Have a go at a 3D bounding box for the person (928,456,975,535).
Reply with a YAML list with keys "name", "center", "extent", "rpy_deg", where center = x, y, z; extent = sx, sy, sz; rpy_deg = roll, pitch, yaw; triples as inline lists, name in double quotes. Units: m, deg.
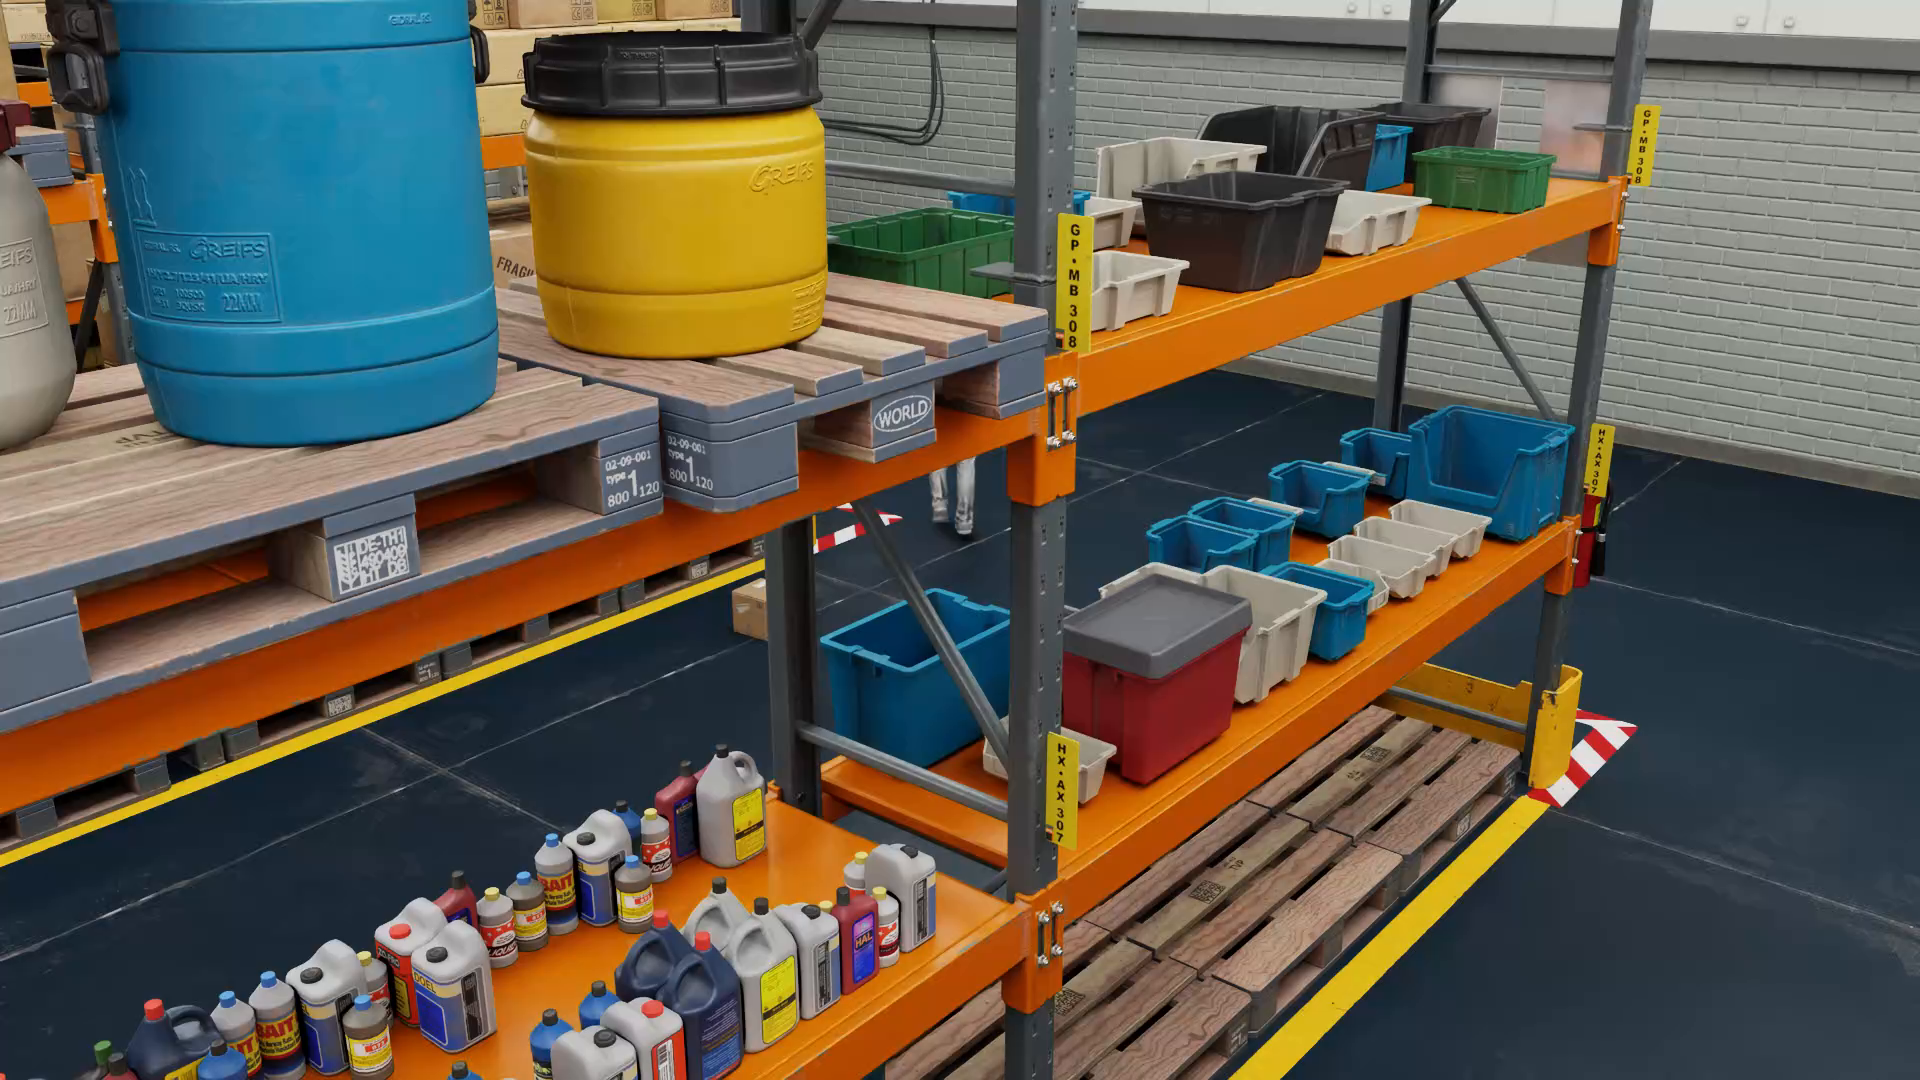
- name: "person"
  center: [-0.060, -0.859, 10.852]
  extent: [0.536, 1.717, 0.532]
  rpy_deg: [-3, 21, -7]
